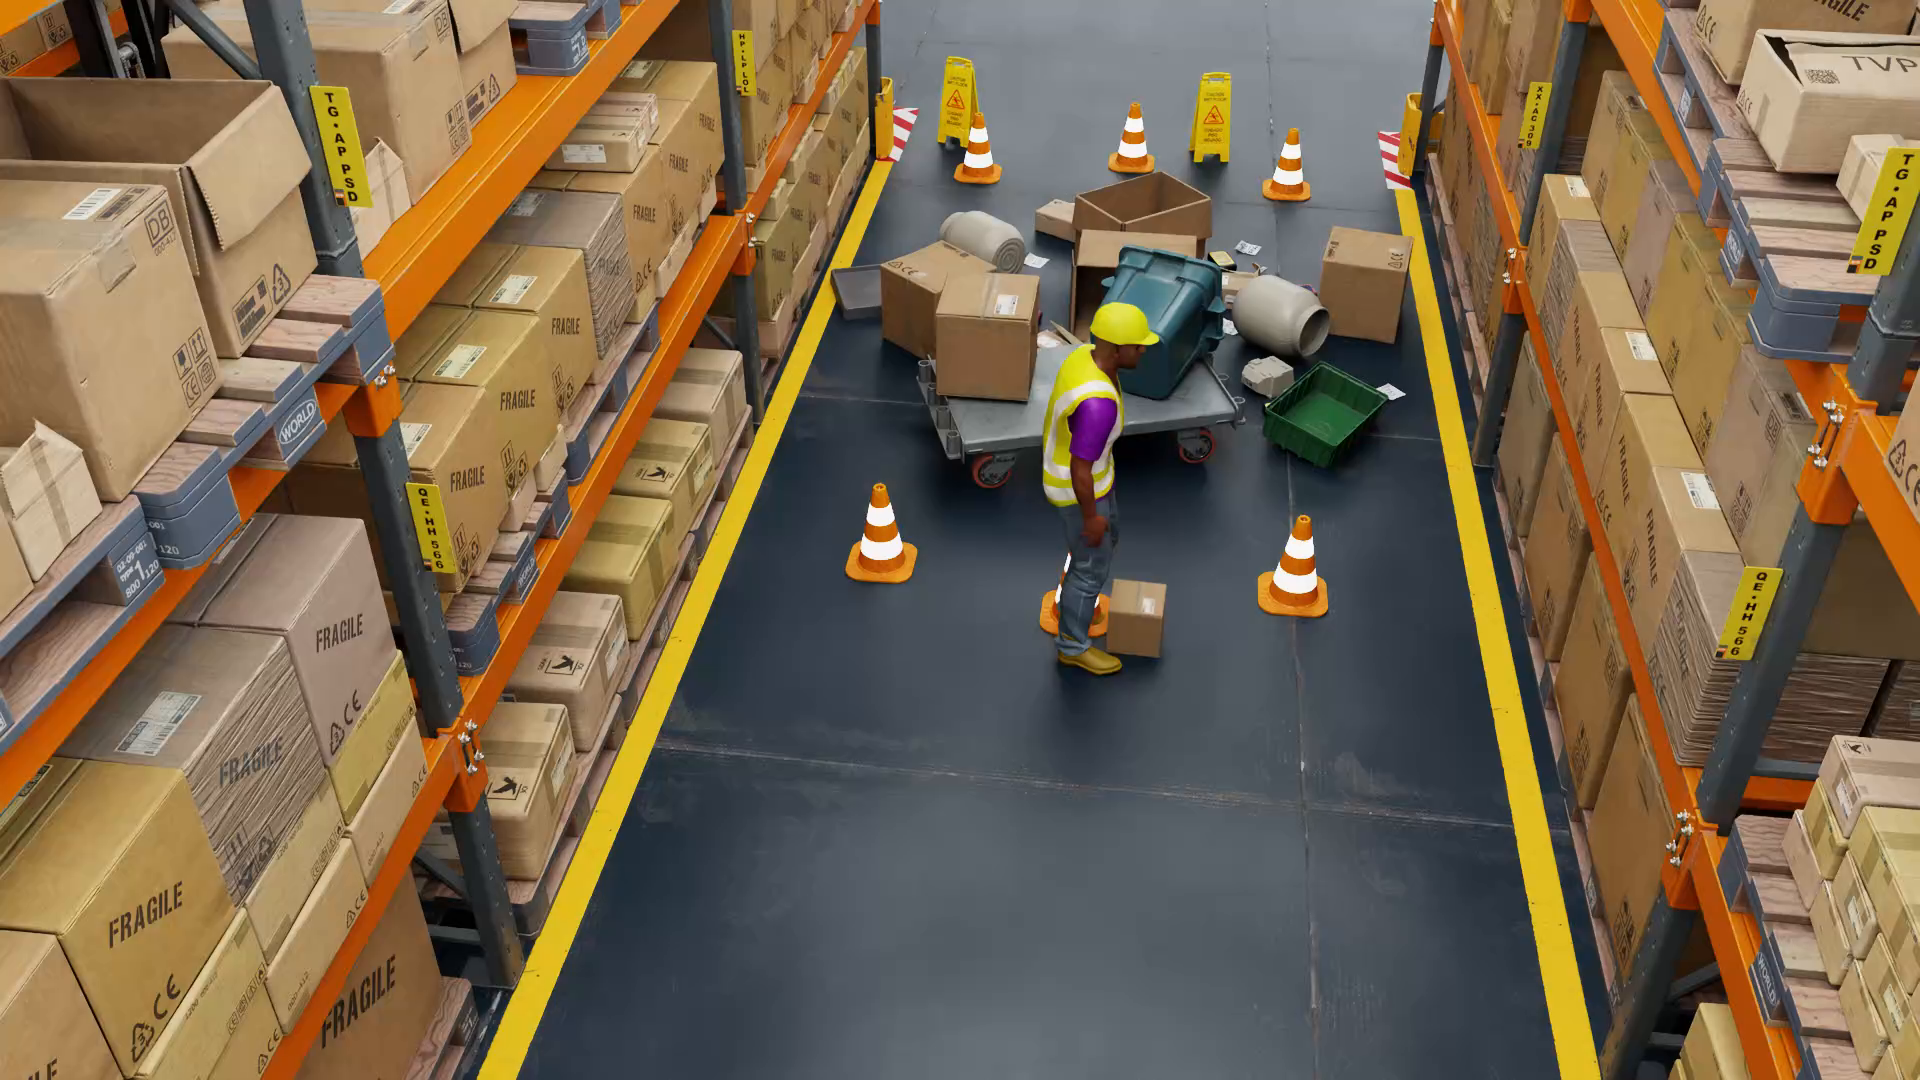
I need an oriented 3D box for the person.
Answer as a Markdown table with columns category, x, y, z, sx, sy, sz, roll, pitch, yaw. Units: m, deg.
| category | x | y | z | sx | sy | sz | roll | pitch | yaw |
| --- | --- | --- | --- | --- | --- | --- | --- | --- | --- |
| person | 0.596 | -0.230 | 7.390 | 0.470 | 1.802 | 0.625 | 3 | 36 | 4 |
